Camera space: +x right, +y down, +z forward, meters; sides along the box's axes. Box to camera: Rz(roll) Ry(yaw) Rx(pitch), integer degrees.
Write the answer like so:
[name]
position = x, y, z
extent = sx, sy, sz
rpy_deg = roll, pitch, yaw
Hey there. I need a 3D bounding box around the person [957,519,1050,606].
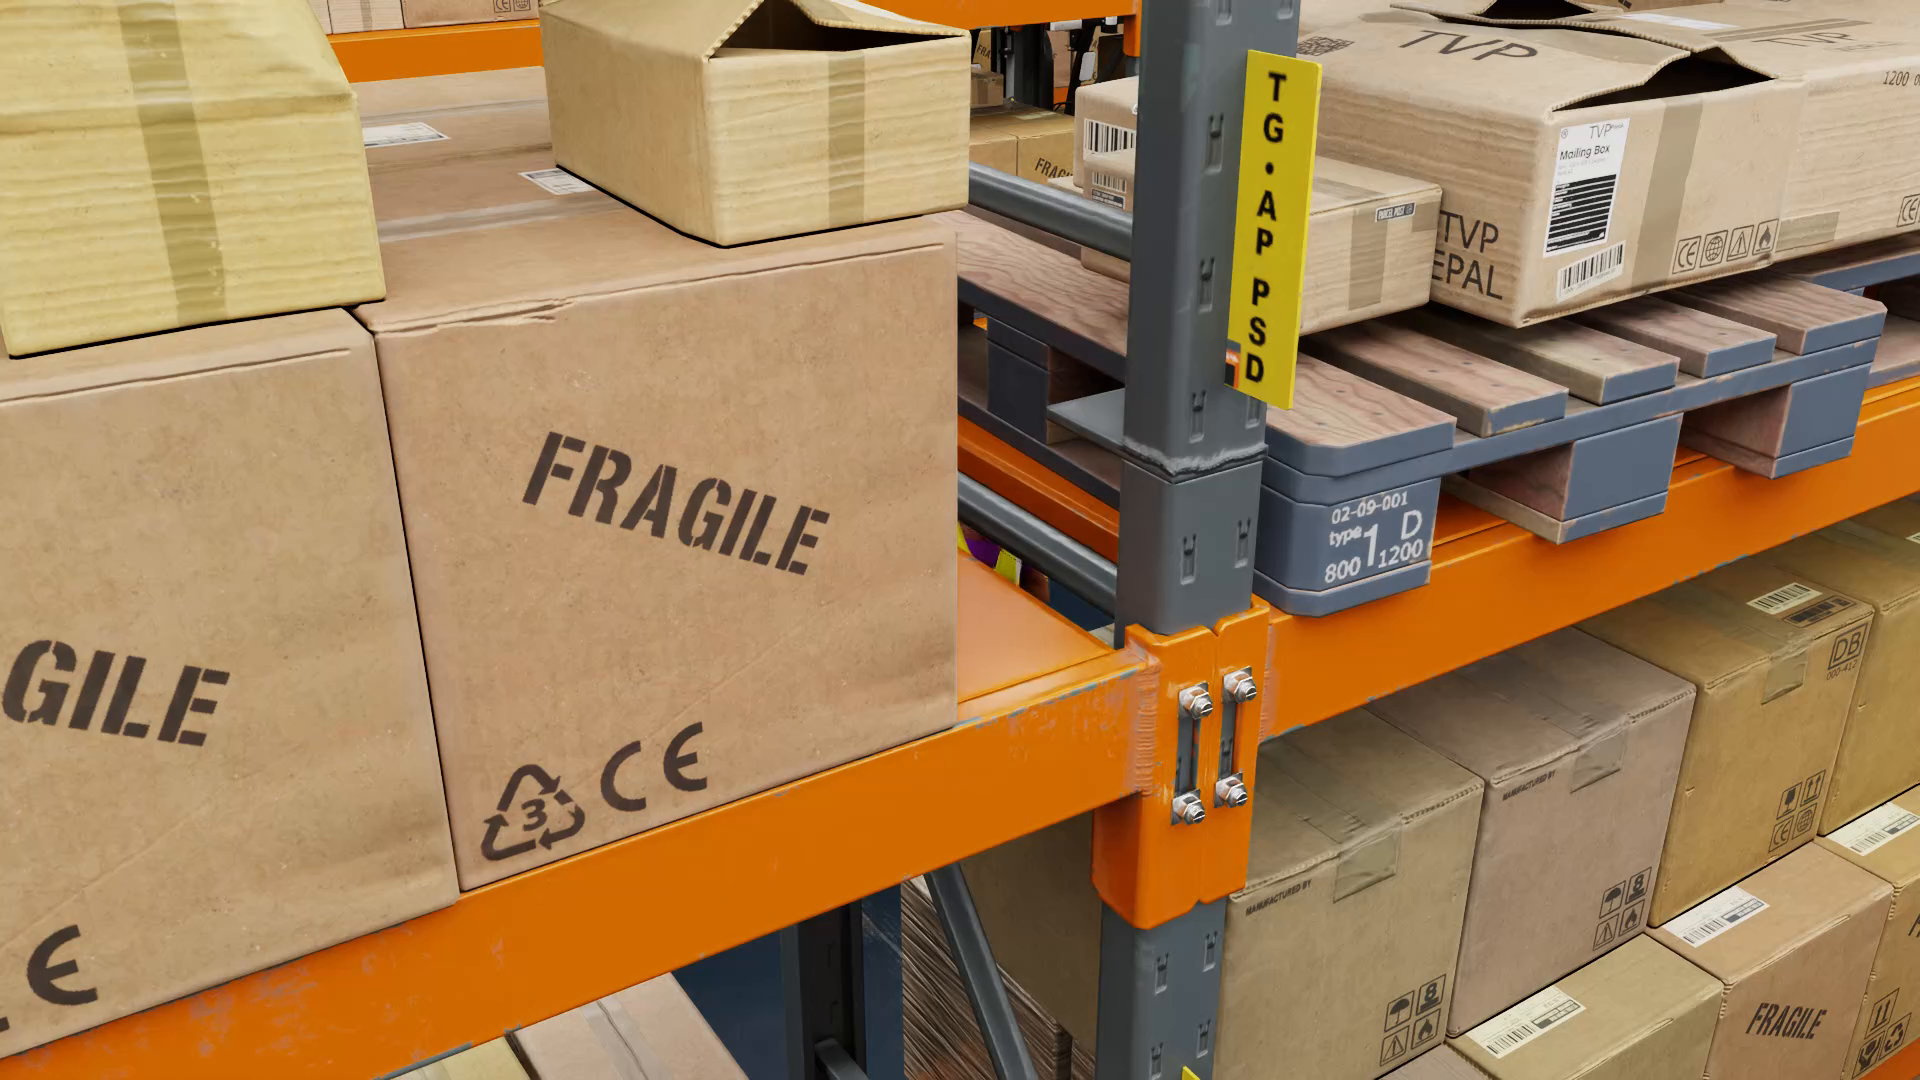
[person]
position = 0.046, 0.411, 5.799
extent = 0.602, 1.682, 0.511
rpy_deg = -15, 29, -28
